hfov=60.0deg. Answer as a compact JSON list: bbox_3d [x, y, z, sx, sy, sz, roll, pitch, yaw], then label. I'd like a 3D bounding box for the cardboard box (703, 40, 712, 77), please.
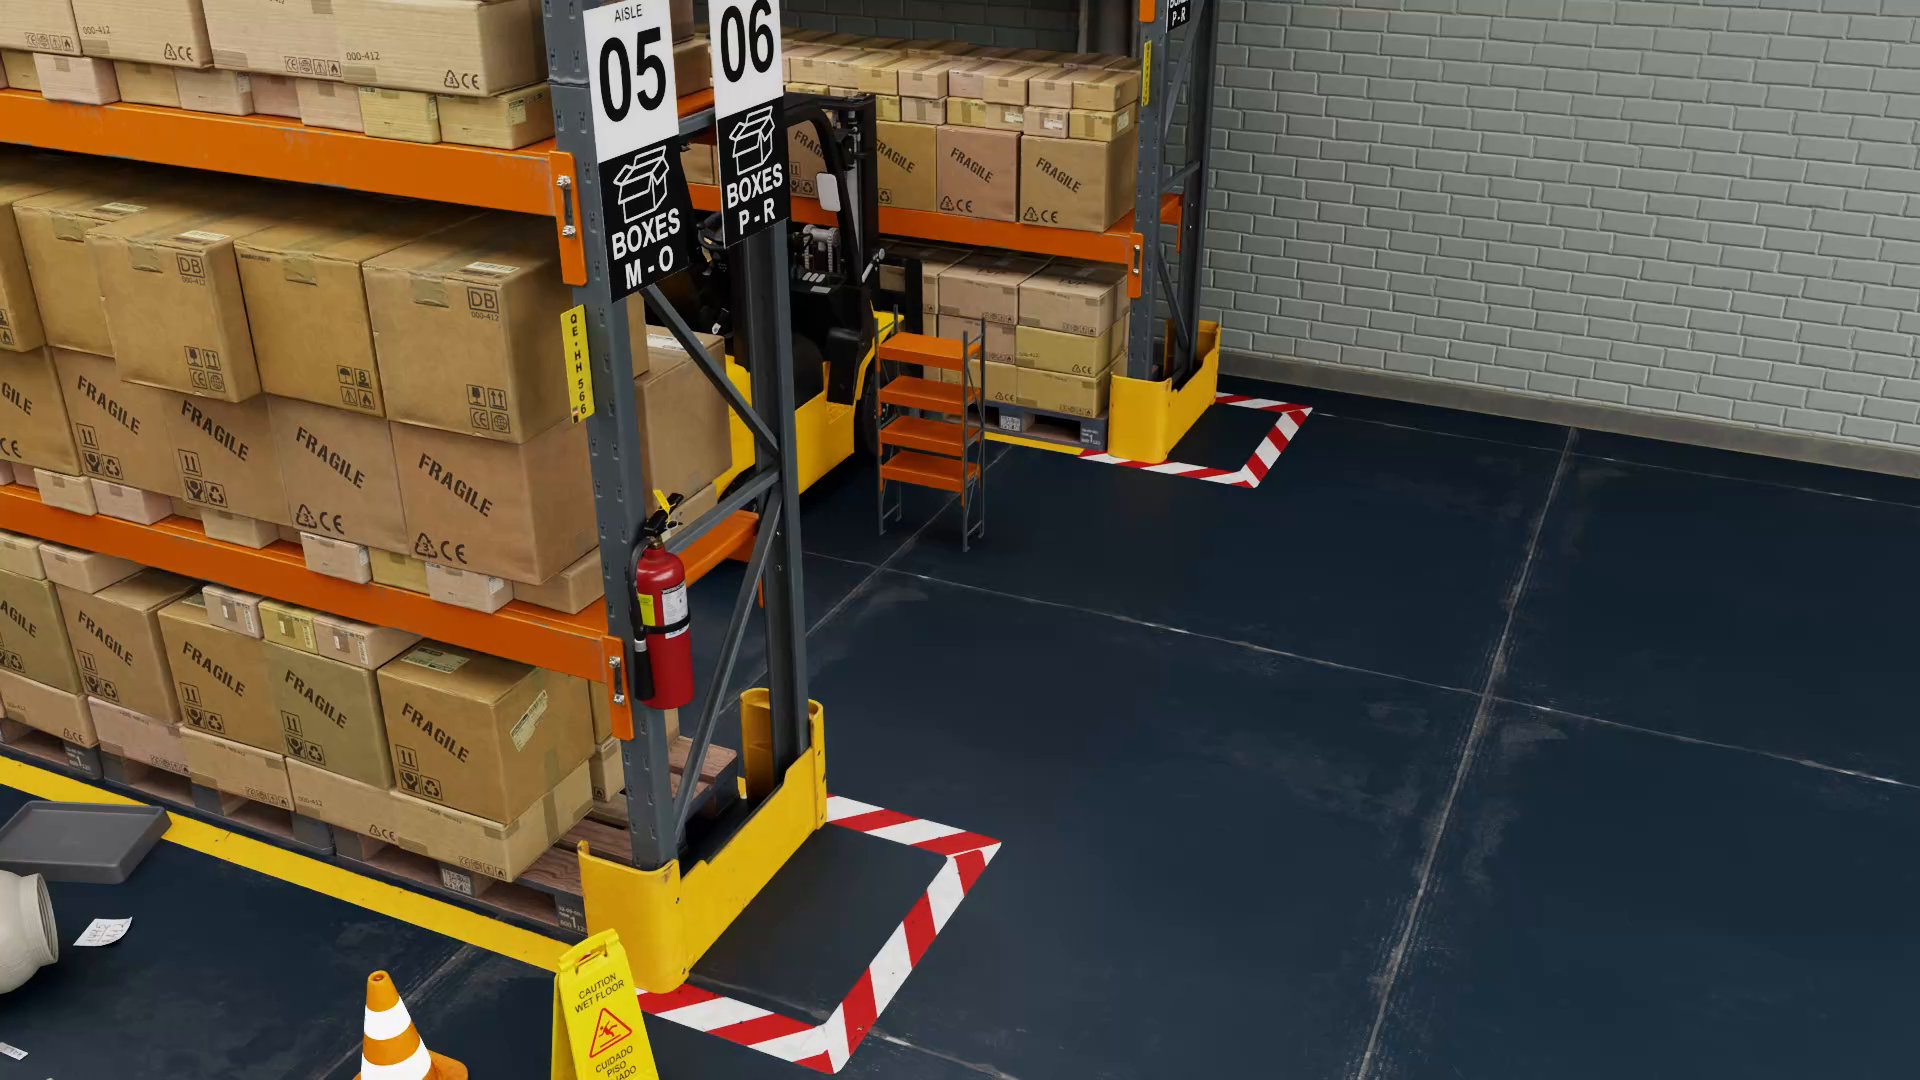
[{"bbox_3d":[-1.548,-2.929,10.119,0.250,0.149,0.380,12,29,23],"label":"cardboard box"}]

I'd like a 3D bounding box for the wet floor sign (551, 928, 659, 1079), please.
[{"bbox_3d":[-1.099,1.469,5.036,0.232,0.644,0.267,23,35,39],"label":"wet floor sign"}]

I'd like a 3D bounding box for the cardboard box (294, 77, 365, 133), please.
[{"bbox_3d":[-1.738,-1.333,4.950,0.250,0.149,0.380,12,29,23],"label":"cardboard box"}]

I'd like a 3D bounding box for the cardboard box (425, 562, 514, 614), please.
[{"bbox_3d":[-1.535,0.076,5.484,0.250,0.149,0.380,11,28,21],"label":"cardboard box"}]

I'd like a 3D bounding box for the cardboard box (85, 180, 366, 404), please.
[{"bbox_3d":[-2.349,-0.832,5.463,0.500,0.500,0.700,11,28,21],"label":"cardboard box"}]

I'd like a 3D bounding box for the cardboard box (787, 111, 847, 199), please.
[{"bbox_3d":[-0.732,-2.358,10.030,0.500,0.500,0.500,12,28,22],"label":"cardboard box"}]

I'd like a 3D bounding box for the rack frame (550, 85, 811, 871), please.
[{"bbox_3d":[-0.829,-0.053,5.461,0.127,3.000,1.000,11,28,22],"label":"rack frame"}]

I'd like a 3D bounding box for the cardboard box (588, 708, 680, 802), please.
[{"bbox_3d":[-1.449,0.734,6.501,0.500,0.250,0.500,11,28,21],"label":"cardboard box"}]

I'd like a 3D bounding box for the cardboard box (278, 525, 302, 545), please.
[{"bbox_3d":[-2.181,-0.118,5.877,0.250,0.149,0.380,12,29,23],"label":"cardboard box"}]

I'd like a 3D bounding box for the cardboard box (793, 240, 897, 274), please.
[{"bbox_3d":[-0.715,-1.686,10.284,0.500,0.250,0.500,11,28,21],"label":"cardboard box"}]

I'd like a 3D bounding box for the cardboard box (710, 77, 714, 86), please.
[{"bbox_3d":[-1.321,-2.746,10.083,0.250,0.149,0.380,11,28,21],"label":"cardboard box"}]

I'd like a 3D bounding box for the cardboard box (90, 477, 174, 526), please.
[{"bbox_3d":[-2.915,-0.212,6.069,0.250,0.149,0.380,11,28,22],"label":"cardboard box"}]

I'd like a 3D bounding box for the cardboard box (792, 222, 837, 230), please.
[{"bbox_3d":[-0.969,-1.987,10.896,0.500,0.250,0.500,12,28,22],"label":"cardboard box"}]

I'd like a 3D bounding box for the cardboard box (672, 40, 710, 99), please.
[{"bbox_3d":[-0.997,-1.477,5.242,0.250,0.149,0.380,11,28,22],"label":"cardboard box"}]

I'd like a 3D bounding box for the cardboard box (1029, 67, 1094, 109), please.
[{"bbox_3d":[0.571,-2.532,9.312,0.250,0.149,0.380,11,28,22],"label":"cardboard box"}]

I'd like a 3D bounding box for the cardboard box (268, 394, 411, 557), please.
[{"bbox_3d":[-1.891,-0.313,5.539,0.500,0.500,0.500,11,28,22],"label":"cardboard box"}]

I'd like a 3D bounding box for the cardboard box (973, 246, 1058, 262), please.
[{"bbox_3d":[0.407,-1.706,10.325,0.500,0.250,0.500,11,28,22],"label":"cardboard box"}]

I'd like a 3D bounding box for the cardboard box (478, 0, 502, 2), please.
[{"bbox_3d":[-1.259,-1.586,4.562,0.250,0.149,0.380,12,29,22],"label":"cardboard box"}]

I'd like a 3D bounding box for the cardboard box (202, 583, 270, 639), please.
[{"bbox_3d":[-2.495,0.187,6.028,0.250,0.149,0.380,13,29,24],"label":"cardboard box"}]

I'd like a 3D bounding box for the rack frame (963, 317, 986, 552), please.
[{"bbox_3d":[0.071,-0.524,8.456,0.015,1.200,0.240,11,28,22],"label":"rack frame"}]

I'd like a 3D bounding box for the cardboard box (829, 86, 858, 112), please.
[{"bbox_3d":[-0.577,-2.642,9.873,0.250,0.149,0.380,11,28,21],"label":"cardboard box"}]

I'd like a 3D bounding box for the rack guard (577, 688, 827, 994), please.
[{"bbox_3d":[-0.898,1.055,6.041,0.348,0.500,1.175,11,28,22],"label":"rack guard"}]

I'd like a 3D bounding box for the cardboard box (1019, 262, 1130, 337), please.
[{"bbox_3d":[0.674,-1.411,9.726,0.500,0.250,0.500,12,29,24],"label":"cardboard box"}]

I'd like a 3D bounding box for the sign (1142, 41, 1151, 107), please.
[{"bbox_3d":[0.985,-2.459,8.770,0.005,0.325,0.100,11,28,22],"label":"sign"}]

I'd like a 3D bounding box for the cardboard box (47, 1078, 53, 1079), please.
[{"bbox_3d":[-2.858,1.799,4.927,0.380,0.149,0.250,-18,31,-31],"label":"cardboard box"}]

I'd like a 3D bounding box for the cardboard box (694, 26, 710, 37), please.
[{"bbox_3d":[-1.546,-3.207,10.684,0.250,0.149,0.380,11,28,21],"label":"cardboard box"}]

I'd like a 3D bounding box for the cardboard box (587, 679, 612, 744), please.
[{"bbox_3d":[-1.471,0.393,6.344,0.500,0.500,0.500,10,28,20],"label":"cardboard box"}]

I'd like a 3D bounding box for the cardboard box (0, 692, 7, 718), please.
[{"bbox_3d":[-4.045,0.478,7.021,0.500,0.250,0.500,10,28,19],"label":"cardboard box"}]

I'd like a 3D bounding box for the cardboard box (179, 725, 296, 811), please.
[{"bbox_3d":[-2.623,0.762,6.444,0.500,0.250,0.500,10,28,20],"label":"cardboard box"}]

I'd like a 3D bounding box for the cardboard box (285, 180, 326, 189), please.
[{"bbox_3d":[-4.900,-2.399,12.440,0.625,0.625,0.875,12,29,23],"label":"cardboard box"}]

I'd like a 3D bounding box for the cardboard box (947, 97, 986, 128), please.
[{"bbox_3d":[0.114,-2.492,9.569,0.250,0.149,0.380,11,28,21],"label":"cardboard box"}]

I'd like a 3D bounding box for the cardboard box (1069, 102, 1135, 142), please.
[{"bbox_3d":[0.791,-2.336,9.251,0.250,0.149,0.380,12,29,23],"label":"cardboard box"}]

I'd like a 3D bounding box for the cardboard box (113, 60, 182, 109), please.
[{"bbox_3d":[-2.424,-1.484,5.256,0.250,0.149,0.380,11,28,20],"label":"cardboard box"}]

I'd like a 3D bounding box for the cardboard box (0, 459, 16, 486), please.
[{"bbox_3d":[-3.600,-0.364,6.377,0.250,0.149,0.380,12,29,23],"label":"cardboard box"}]

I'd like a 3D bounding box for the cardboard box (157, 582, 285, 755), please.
[{"bbox_3d":[-2.599,0.425,6.278,0.500,0.500,0.500,11,28,21],"label":"cardboard box"}]

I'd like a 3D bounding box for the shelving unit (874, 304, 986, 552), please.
[{"bbox_3d":[-0.151,-0.569,8.546,0.503,1.200,0.258,11,28,22],"label":"shelving unit"}]

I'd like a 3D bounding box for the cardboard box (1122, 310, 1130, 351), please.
[{"bbox_3d":[0.880,-1.398,10.264,0.500,0.250,0.500,12,29,23],"label":"cardboard box"}]

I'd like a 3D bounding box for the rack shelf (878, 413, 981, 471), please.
[{"bbox_3d":[-0.151,-0.508,8.576,0.480,0.148,0.258,11,28,22],"label":"rack shelf"}]

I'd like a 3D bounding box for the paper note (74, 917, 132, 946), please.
[{"bbox_3d":[-3.038,1.386,5.899,0.148,0.019,0.142,2,26,4],"label":"paper note"}]

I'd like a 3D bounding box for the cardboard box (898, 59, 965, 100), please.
[{"bbox_3d":[-0.157,-2.647,9.546,0.250,0.149,0.380,12,29,23],"label":"cardboard box"}]

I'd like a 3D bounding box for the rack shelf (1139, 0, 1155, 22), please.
[{"bbox_3d":[-0.598,-3.438,9.755,4.000,0.370,1.077,11,28,22],"label":"rack shelf"}]

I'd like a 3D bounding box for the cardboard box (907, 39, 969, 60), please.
[{"bbox_3d":[-0.133,-2.947,10.155,0.250,0.149,0.380,11,28,21],"label":"cardboard box"}]

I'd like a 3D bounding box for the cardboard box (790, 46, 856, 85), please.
[{"bbox_3d":[-0.812,-2.830,9.918,0.250,0.149,0.380,11,28,22],"label":"cardboard box"}]

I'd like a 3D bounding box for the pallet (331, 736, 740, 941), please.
[{"bbox_3d":[-1.623,1.022,6.436,1.213,0.211,1.003,11,28,22],"label":"pallet"}]

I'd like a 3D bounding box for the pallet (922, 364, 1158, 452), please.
[{"bbox_3d":[0.509,-0.921,10.382,1.213,0.211,1.003,11,28,22],"label":"pallet"}]

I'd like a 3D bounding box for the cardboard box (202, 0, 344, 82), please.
[{"bbox_3d":[-1.858,-1.548,4.934,0.500,0.250,0.500,11,28,21],"label":"cardboard box"}]

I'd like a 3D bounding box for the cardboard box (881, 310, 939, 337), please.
[{"bbox_3d":[-0.281,-1.373,10.215,0.500,0.250,0.500,11,28,21],"label":"cardboard box"}]

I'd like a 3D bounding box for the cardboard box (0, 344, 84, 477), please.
[{"bbox_3d":[-3.267,-0.590,6.103,0.500,0.500,0.500,11,28,21],"label":"cardboard box"}]

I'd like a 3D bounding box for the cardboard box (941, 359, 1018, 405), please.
[{"bbox_3d":[0.215,-1.057,10.139,0.500,0.250,0.500,11,28,22],"label":"cardboard box"}]

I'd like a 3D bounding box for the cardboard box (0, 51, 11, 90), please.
[{"bbox_3d":[-3.151,-1.590,5.473,0.250,0.149,0.380,11,28,21],"label":"cardboard box"}]

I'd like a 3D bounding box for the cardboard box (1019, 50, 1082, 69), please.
[{"bbox_3d":[0.534,-2.770,9.795,0.250,0.149,0.380,12,29,23],"label":"cardboard box"}]

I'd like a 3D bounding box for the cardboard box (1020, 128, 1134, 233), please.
[{"bbox_3d":[0.666,-2.078,9.462,0.500,0.500,0.500,11,28,21],"label":"cardboard box"}]

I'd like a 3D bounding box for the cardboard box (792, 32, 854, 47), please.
[{"bbox_3d":[-0.851,-3.066,10.397,0.250,0.149,0.380,11,28,21],"label":"cardboard box"}]

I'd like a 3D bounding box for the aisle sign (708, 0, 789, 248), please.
[{"bbox_3d":[-0.644,-1.332,5.117,0.004,0.787,0.394,11,28,22],"label":"aisle sign"}]

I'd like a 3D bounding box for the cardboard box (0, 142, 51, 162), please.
[{"bbox_3d":[-3.704,-1.141,6.090,0.500,0.500,0.700,12,28,22],"label":"cardboard box"}]
